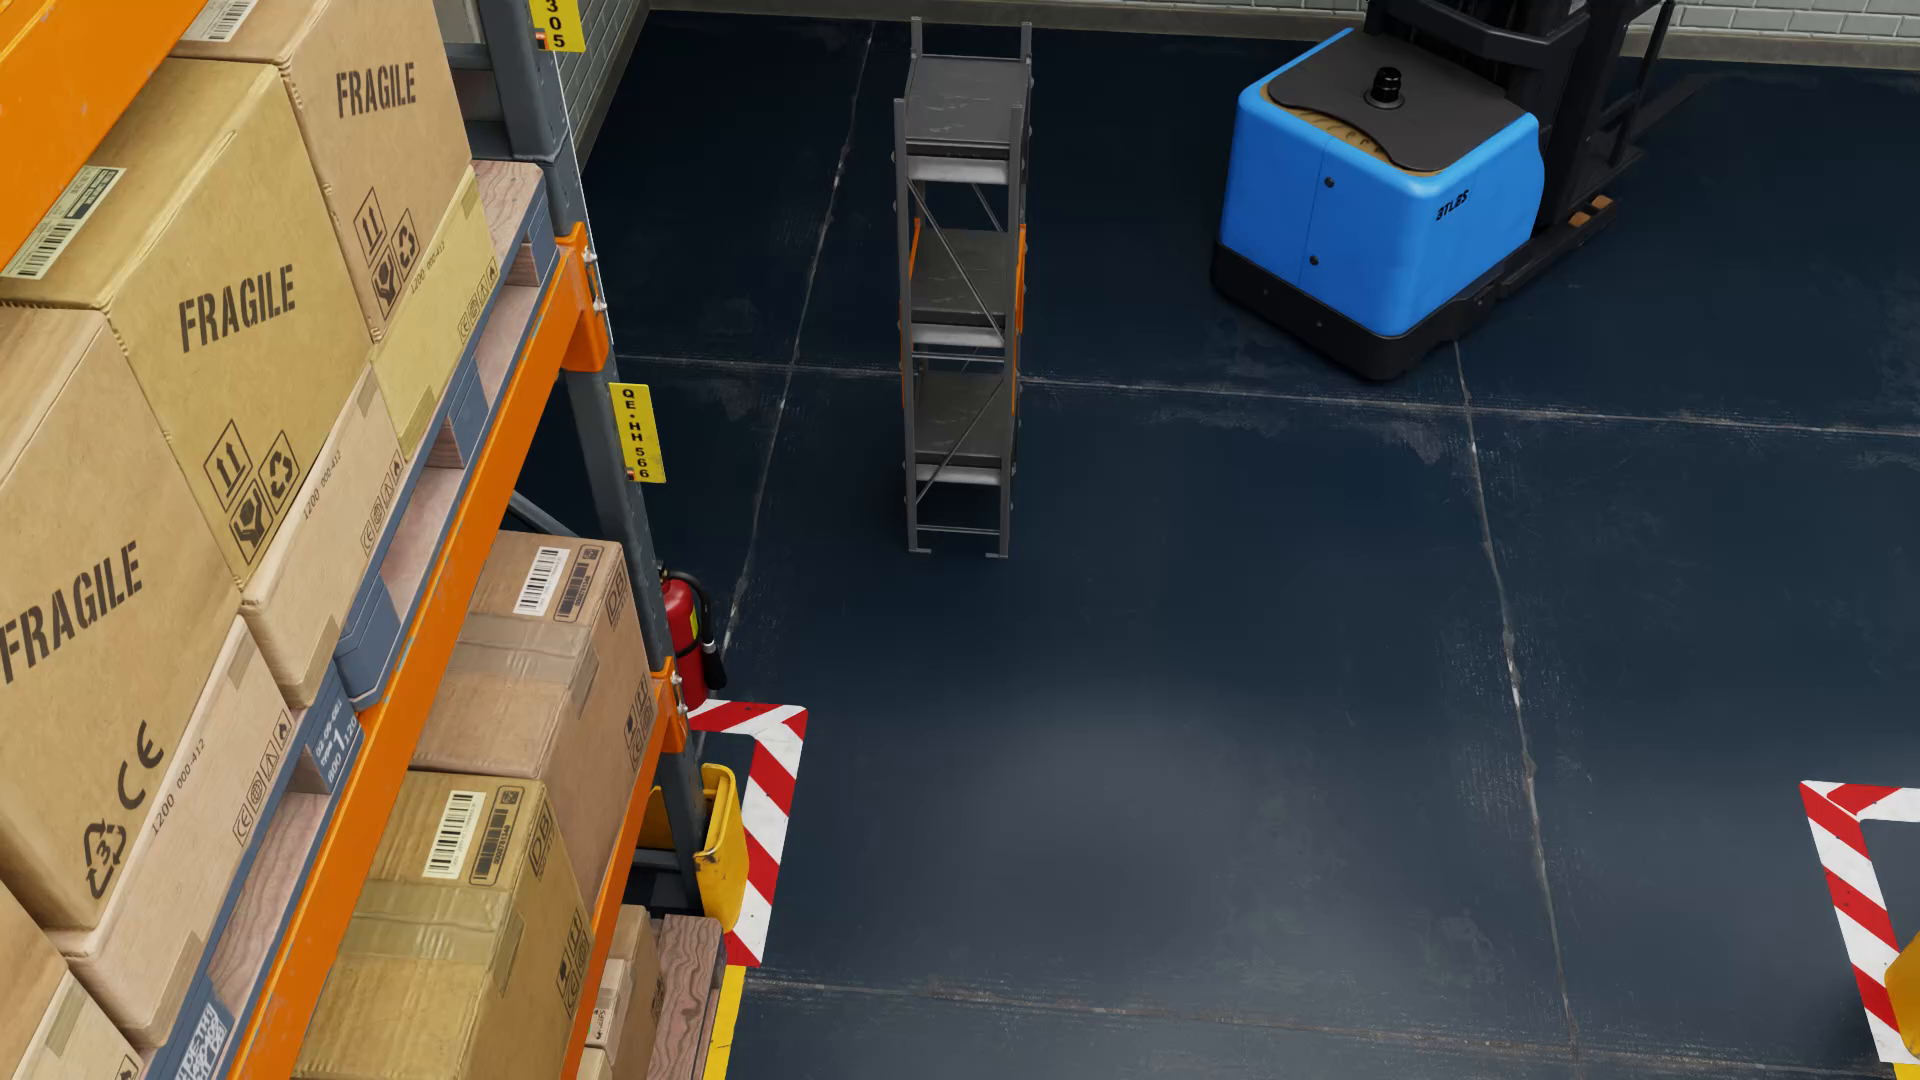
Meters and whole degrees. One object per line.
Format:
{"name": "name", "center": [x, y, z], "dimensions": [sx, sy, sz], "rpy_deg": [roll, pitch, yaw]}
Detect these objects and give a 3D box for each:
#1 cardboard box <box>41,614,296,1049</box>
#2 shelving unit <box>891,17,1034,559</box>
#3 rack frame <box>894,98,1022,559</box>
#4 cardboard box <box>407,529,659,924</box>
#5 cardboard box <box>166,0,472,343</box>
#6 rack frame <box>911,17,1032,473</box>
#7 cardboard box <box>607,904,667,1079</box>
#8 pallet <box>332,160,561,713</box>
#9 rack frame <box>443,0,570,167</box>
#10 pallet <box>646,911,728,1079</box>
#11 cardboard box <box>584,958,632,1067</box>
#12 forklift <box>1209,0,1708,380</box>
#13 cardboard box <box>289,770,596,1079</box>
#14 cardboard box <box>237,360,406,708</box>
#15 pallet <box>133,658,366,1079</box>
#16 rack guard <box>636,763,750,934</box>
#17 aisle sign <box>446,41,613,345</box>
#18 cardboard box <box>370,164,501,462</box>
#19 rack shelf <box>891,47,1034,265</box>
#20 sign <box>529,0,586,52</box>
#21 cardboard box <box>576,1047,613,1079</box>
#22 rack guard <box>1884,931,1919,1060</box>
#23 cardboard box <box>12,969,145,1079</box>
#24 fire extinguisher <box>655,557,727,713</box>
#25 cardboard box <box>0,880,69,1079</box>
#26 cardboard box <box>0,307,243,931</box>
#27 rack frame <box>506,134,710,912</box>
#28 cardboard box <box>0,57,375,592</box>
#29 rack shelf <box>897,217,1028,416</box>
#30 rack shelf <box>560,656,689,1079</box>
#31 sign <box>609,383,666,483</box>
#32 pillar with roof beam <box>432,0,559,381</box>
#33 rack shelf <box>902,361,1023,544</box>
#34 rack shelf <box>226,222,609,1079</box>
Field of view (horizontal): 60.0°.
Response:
{"name": "cardboard box", "center": [-1.214, 0.352, 2.138], "dimensions": [0.500, 0.250, 0.500], "rpy_deg": [3, 48, 2]}
{"name": "shelving unit", "center": [0.015, -0.830, 6.112], "dimensions": [0.431, 2.100, 0.503], "rpy_deg": [4, 48, 4]}
{"name": "rack frame", "center": [-0.007, -0.651, 5.948], "dimensions": [0.400, 2.100, 0.015], "rpy_deg": [4, 48, 4]}
{"name": "cardboard box", "center": [-1.359, 0.442, 4.136], "dimensions": [0.980, 0.700, 0.700], "rpy_deg": [6, 48, 5]}
{"name": "cardboard box", "center": [-1.118, -0.667, 2.561], "dimensions": [0.500, 0.500, 0.500], "rpy_deg": [4, 48, 3]}
{"name": "rack frame", "center": [0.037, -1.010, 6.276], "dimensions": [0.400, 2.100, 0.015], "rpy_deg": [4, 48, 4]}
{"name": "cardboard box", "center": [-1.287, 1.391, 4.881], "dimensions": [0.700, 0.500, 0.500], "rpy_deg": [4, 48, 4]}
{"name": "pallet", "center": [-1.380, -0.269, 3.017], "dimensions": [1.003, 0.211, 1.213], "rpy_deg": [4, 48, 4]}
{"name": "rack frame", "center": [-1.323, -1.857, 2.376], "dimensions": [1.000, 3.000, 0.127], "rpy_deg": [4, 48, 4]}
{"name": "pallet", "center": [-1.318, 1.702, 5.077], "dimensions": [1.003, 0.211, 1.213], "rpy_deg": [4, 48, 4]}
{"name": "cardboard box", "center": [-1.117, 1.278, 4.544], "dimensions": [0.380, 0.149, 0.250], "rpy_deg": [3, 48, 3]}
{"name": "forklift", "center": [2.583, -2.663, 7.226], "dimensions": [3.031, 2.935, 1.130], "rpy_deg": [-35, 57, -28]}
{"name": "cardboard box", "center": [-1.414, 0.977, 3.646], "dimensions": [0.980, 0.700, 0.700], "rpy_deg": [4, 48, 3]}
{"name": "cardboard box", "center": [-1.171, -0.031, 2.488], "dimensions": [0.500, 0.250, 0.500], "rpy_deg": [2, 48, 2]}
{"name": "pallet", "center": [-1.488, 0.630, 2.194], "dimensions": [1.003, 0.211, 1.213], "rpy_deg": [4, 48, 4]}
{"name": "rack guard", "center": [-1.320, 0.994, 5.528], "dimensions": [1.175, 0.500, 0.348], "rpy_deg": [4, 48, 4]}
{"name": "aisle sign", "center": [-1.017, -0.743, 3.661], "dimensions": [0.394, 0.787, 0.004], "rpy_deg": [4, 48, 4]}
{"name": "cardboard box", "center": [-1.125, -0.414, 2.838], "dimensions": [0.500, 0.250, 0.500], "rpy_deg": [5, 48, 5]}
{"name": "rack shelf", "center": [0.015, -1.294, 5.606], "dimensions": [0.431, 0.518, 0.480], "rpy_deg": [4, 48, 4]}
{"name": "sign", "center": [-0.784, -1.070, 3.143], "dimensions": [0.100, 0.325, 0.005], "rpy_deg": [4, 48, 4]}
{"name": "cardboard box", "center": [-1.140, 1.466, 4.372], "dimensions": [0.380, 0.149, 0.250], "rpy_deg": [5, 48, 5]}
{"name": "rack guard", "center": [3.604, 1.397, 5.159], "dimensions": [1.175, 0.500, 0.348], "rpy_deg": [4, 48, 4]}
{"name": "cardboard box", "center": [-1.262, 0.729, 1.793], "dimensions": [0.500, 0.250, 0.500], "rpy_deg": [3, 48, 2]}
{"name": "fire extinguisher", "center": [-0.849, 0.240, 4.829], "dimensions": [0.296, 0.674, 0.183], "rpy_deg": [4, 48, 4]}
{"name": "cardboard box", "center": [-1.263, 0.470, 1.522], "dimensions": [0.500, 0.500, 0.500], "rpy_deg": [4, 48, 4]}
{"name": "cardboard box", "center": [-1.213, 0.084, 1.874], "dimensions": [0.500, 0.500, 0.500], "rpy_deg": [2, 48, 2]}
{"name": "rack frame", "center": [-1.323, 0.168, 4.590], "dimensions": [1.000, 3.000, 0.127], "rpy_deg": [4, 48, 4]}
{"name": "cardboard box", "center": [-1.174, -0.300, 2.225], "dimensions": [0.500, 0.500, 0.500], "rpy_deg": [5, 48, 5]}
{"name": "rack shelf", "center": [0.015, -0.821, 6.122], "dimensions": [0.431, 0.518, 0.480], "rpy_deg": [4, 48, 4]}
{"name": "rack shelf", "center": [-1.505, 1.880, 3.511], "dimensions": [1.077, 0.370, 4.000], "rpy_deg": [4, 48, 4]}
{"name": "sign", "center": [-0.784, -0.256, 4.033], "dimensions": [0.100, 0.325, 0.005], "rpy_deg": [4, 48, 4]}
{"name": "pillar with roof beam", "center": [2.349, -3.610, 3.979], "dimensions": [9.100, 9.000, 0.400], "rpy_deg": [4, 48, 4]}
{"name": "rack shelf", "center": [0.015, -0.349, 6.639], "dimensions": [0.431, 0.518, 0.480], "rpy_deg": [4, 48, 4]}
{"name": "rack shelf", "center": [-1.505, 0.868, 2.404], "dimensions": [1.077, 0.370, 4.000], "rpy_deg": [4, 48, 4]}
